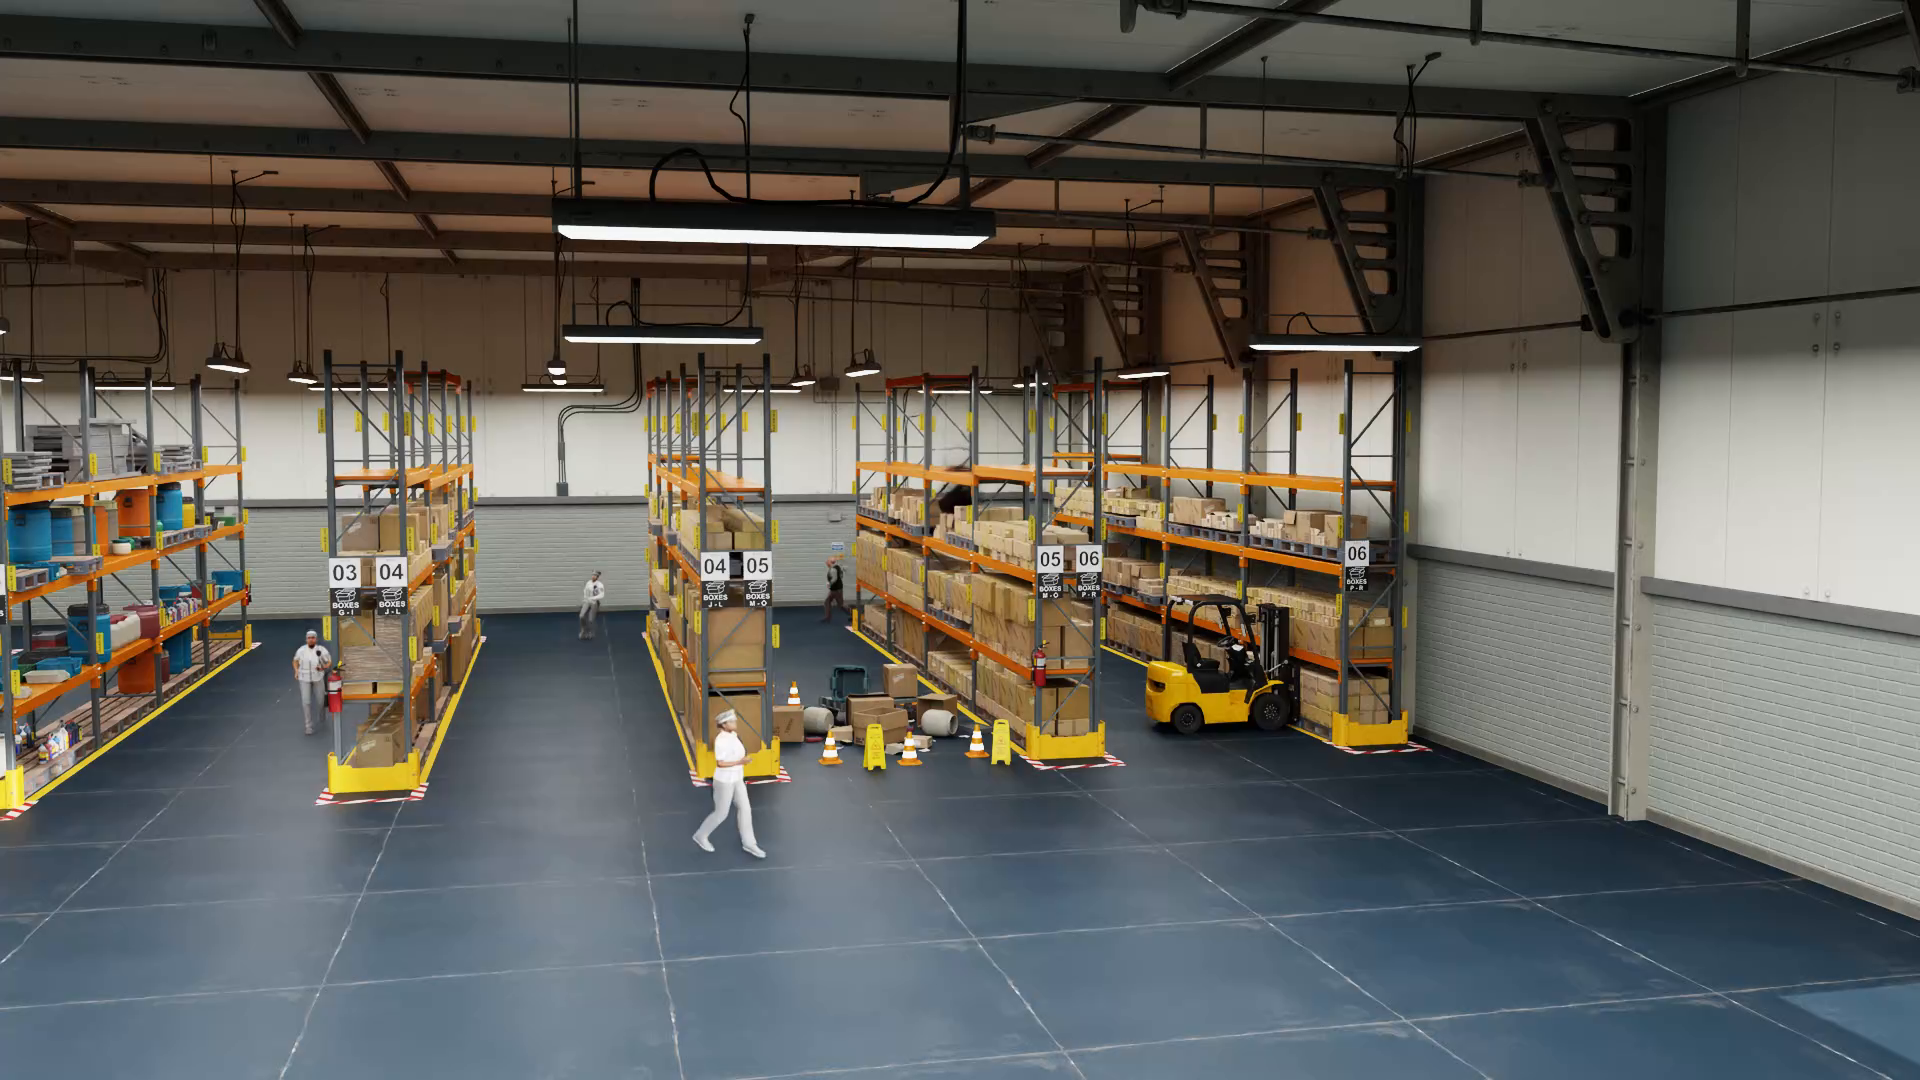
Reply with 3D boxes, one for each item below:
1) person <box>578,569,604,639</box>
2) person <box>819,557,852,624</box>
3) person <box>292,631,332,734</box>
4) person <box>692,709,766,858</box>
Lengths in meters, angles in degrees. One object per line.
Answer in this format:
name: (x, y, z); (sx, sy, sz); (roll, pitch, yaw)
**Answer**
person: (-8.533, 1.485, 38.585); (0.611, 1.629, 0.625); (1, 4, 16)
person: (-3.056, 1.265, 41.601); (0.966, 1.691, 0.636); (0, 4, -4)
person: (-10.559, 2.296, 27.108); (0.620, 1.635, 0.802); (-1, 4, -17)
person: (-2.679, 2.803, 19.198); (0.871, 1.719, 0.570); (1, 4, 19)
